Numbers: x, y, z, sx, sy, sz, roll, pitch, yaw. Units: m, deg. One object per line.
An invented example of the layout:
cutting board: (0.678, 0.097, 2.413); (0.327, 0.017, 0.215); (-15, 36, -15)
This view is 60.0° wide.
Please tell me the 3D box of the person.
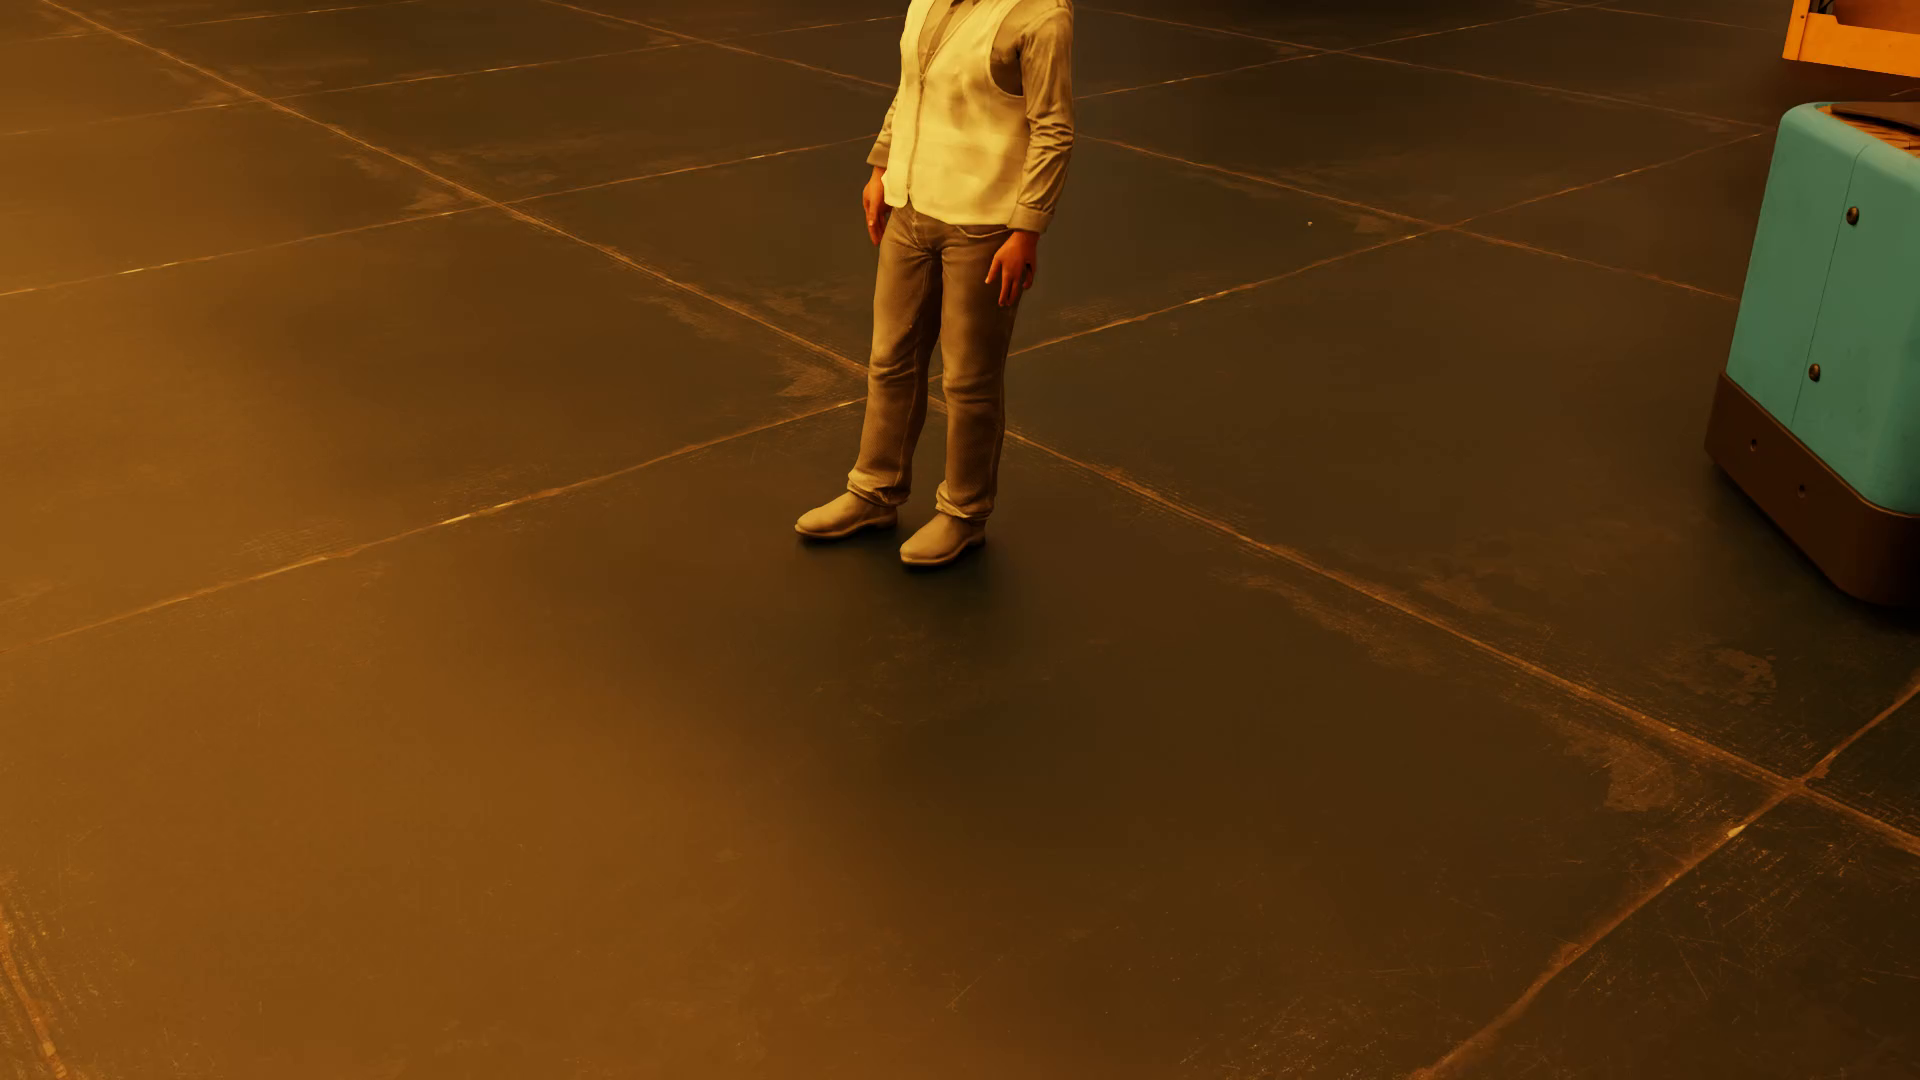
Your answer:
person: (-0.053, -0.786, 4.072); (0.566, 1.775, 0.633); (-20, 33, -35)

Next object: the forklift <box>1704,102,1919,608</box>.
forklift: (3.686, -1.307, 3.838); (3.031, 2.935, 1.130); (0, 26, 1)
